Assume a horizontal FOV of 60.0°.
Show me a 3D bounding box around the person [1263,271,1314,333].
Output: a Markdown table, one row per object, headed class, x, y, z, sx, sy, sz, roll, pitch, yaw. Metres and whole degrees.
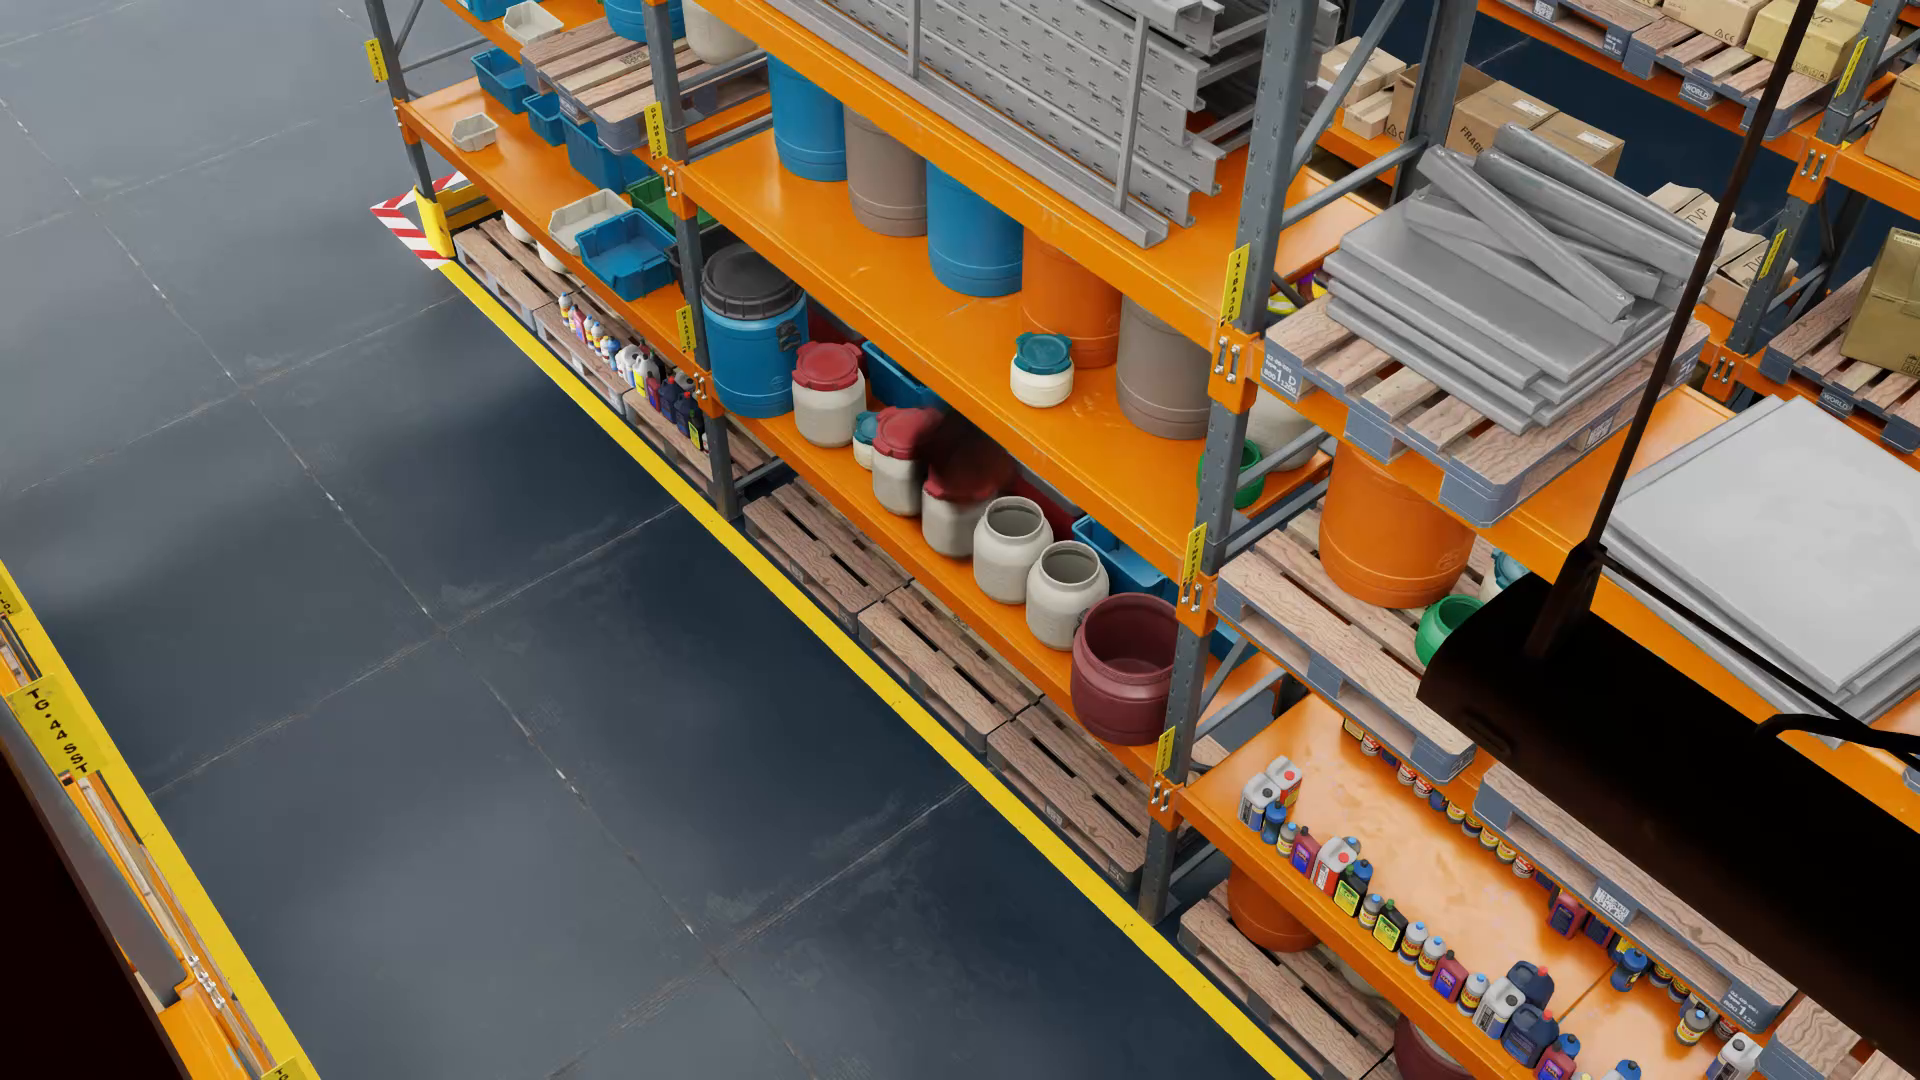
| class | x | y | z | sx | sy | sz | roll | pitch | yaw |
| --- | --- | --- | --- | --- | --- | --- | --- | --- | --- |
| person | 2.093 | -1.677 | 10.950 | 0.989 | 1.681 | 0.493 | 30 | 53 | 25 |
